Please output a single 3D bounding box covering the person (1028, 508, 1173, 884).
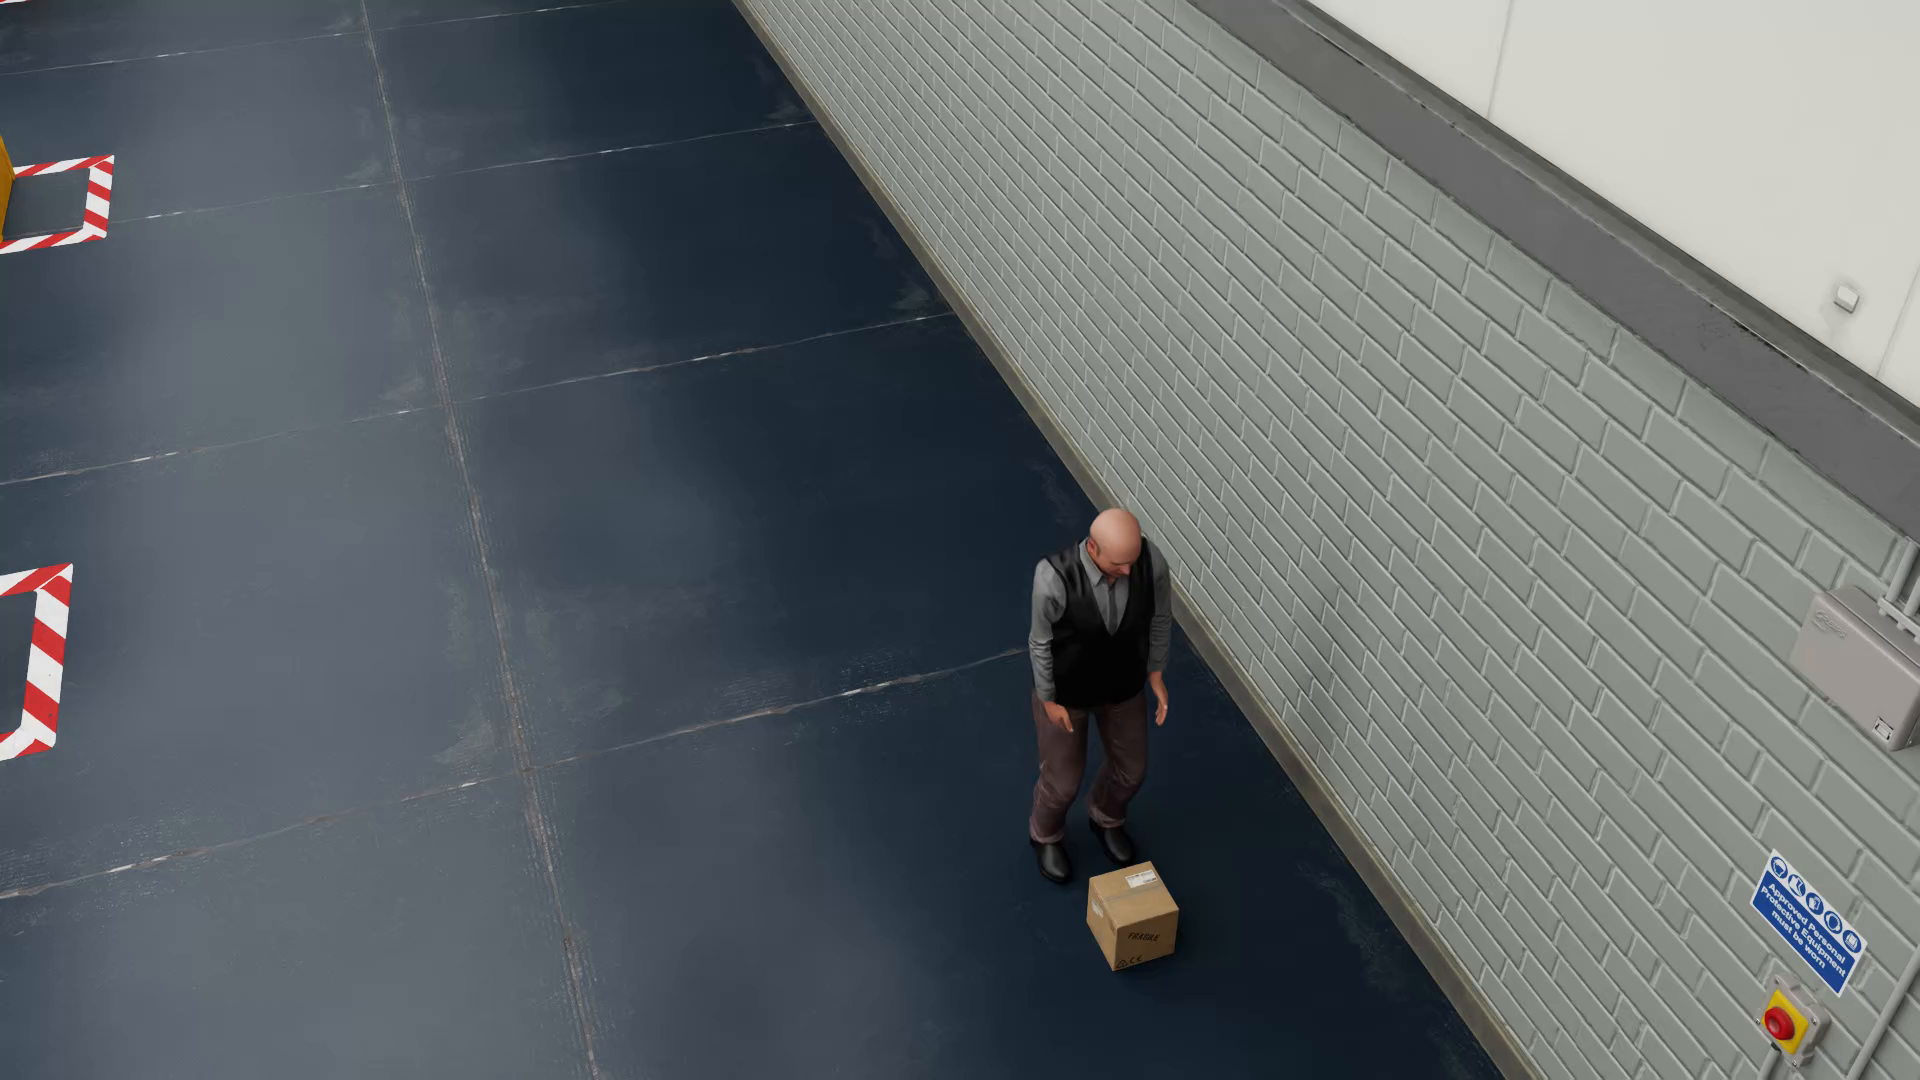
[{"bbox_3d":[0.505,0.541,6.131,0.549,1.692,0.390,-12,39,-15],"label":"person"}]
